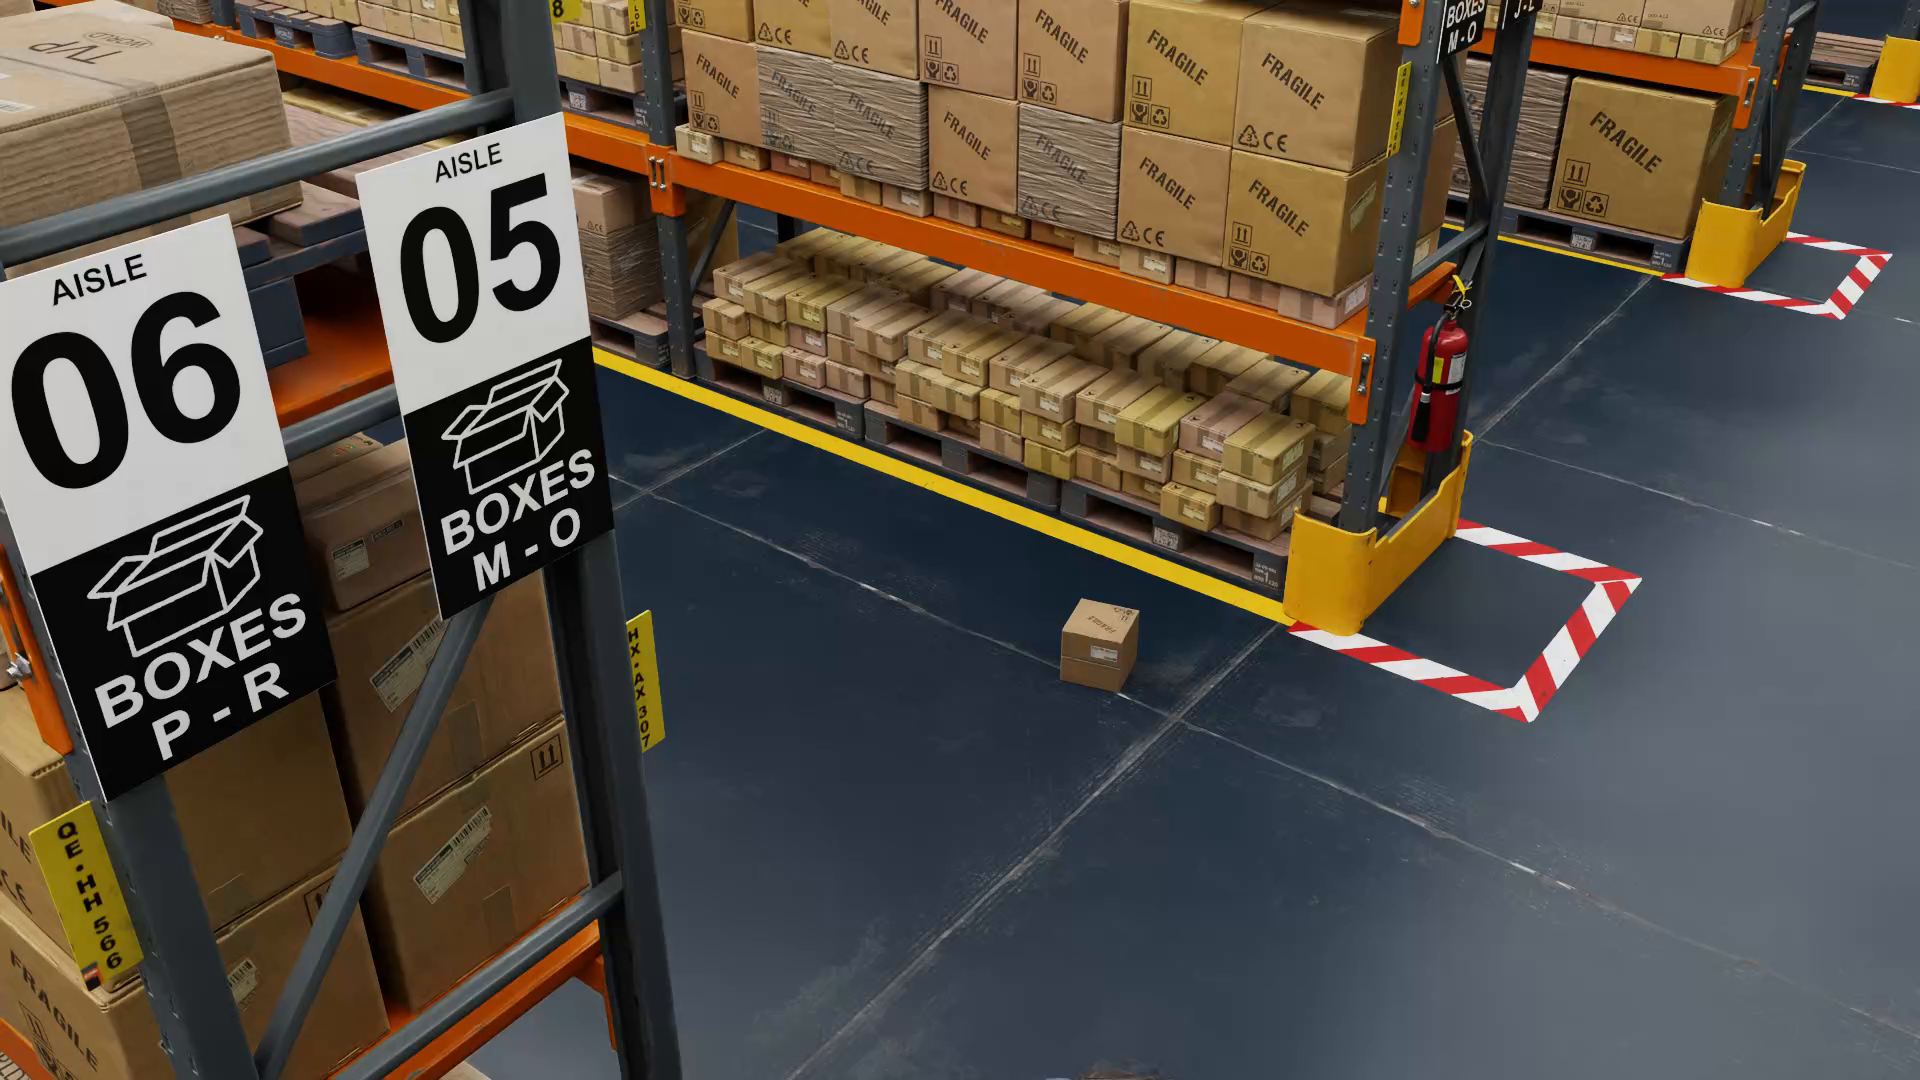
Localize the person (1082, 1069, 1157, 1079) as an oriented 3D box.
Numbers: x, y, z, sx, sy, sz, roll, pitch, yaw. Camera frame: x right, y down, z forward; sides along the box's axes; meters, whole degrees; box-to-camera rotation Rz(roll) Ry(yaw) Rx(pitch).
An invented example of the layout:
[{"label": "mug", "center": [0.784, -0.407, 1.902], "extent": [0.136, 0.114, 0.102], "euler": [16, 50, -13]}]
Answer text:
[{"label": "person", "center": [0.293, 1.685, 3.402], "extent": [0.501, 1.718, 0.588], "euler": [7, 32, 11]}]
